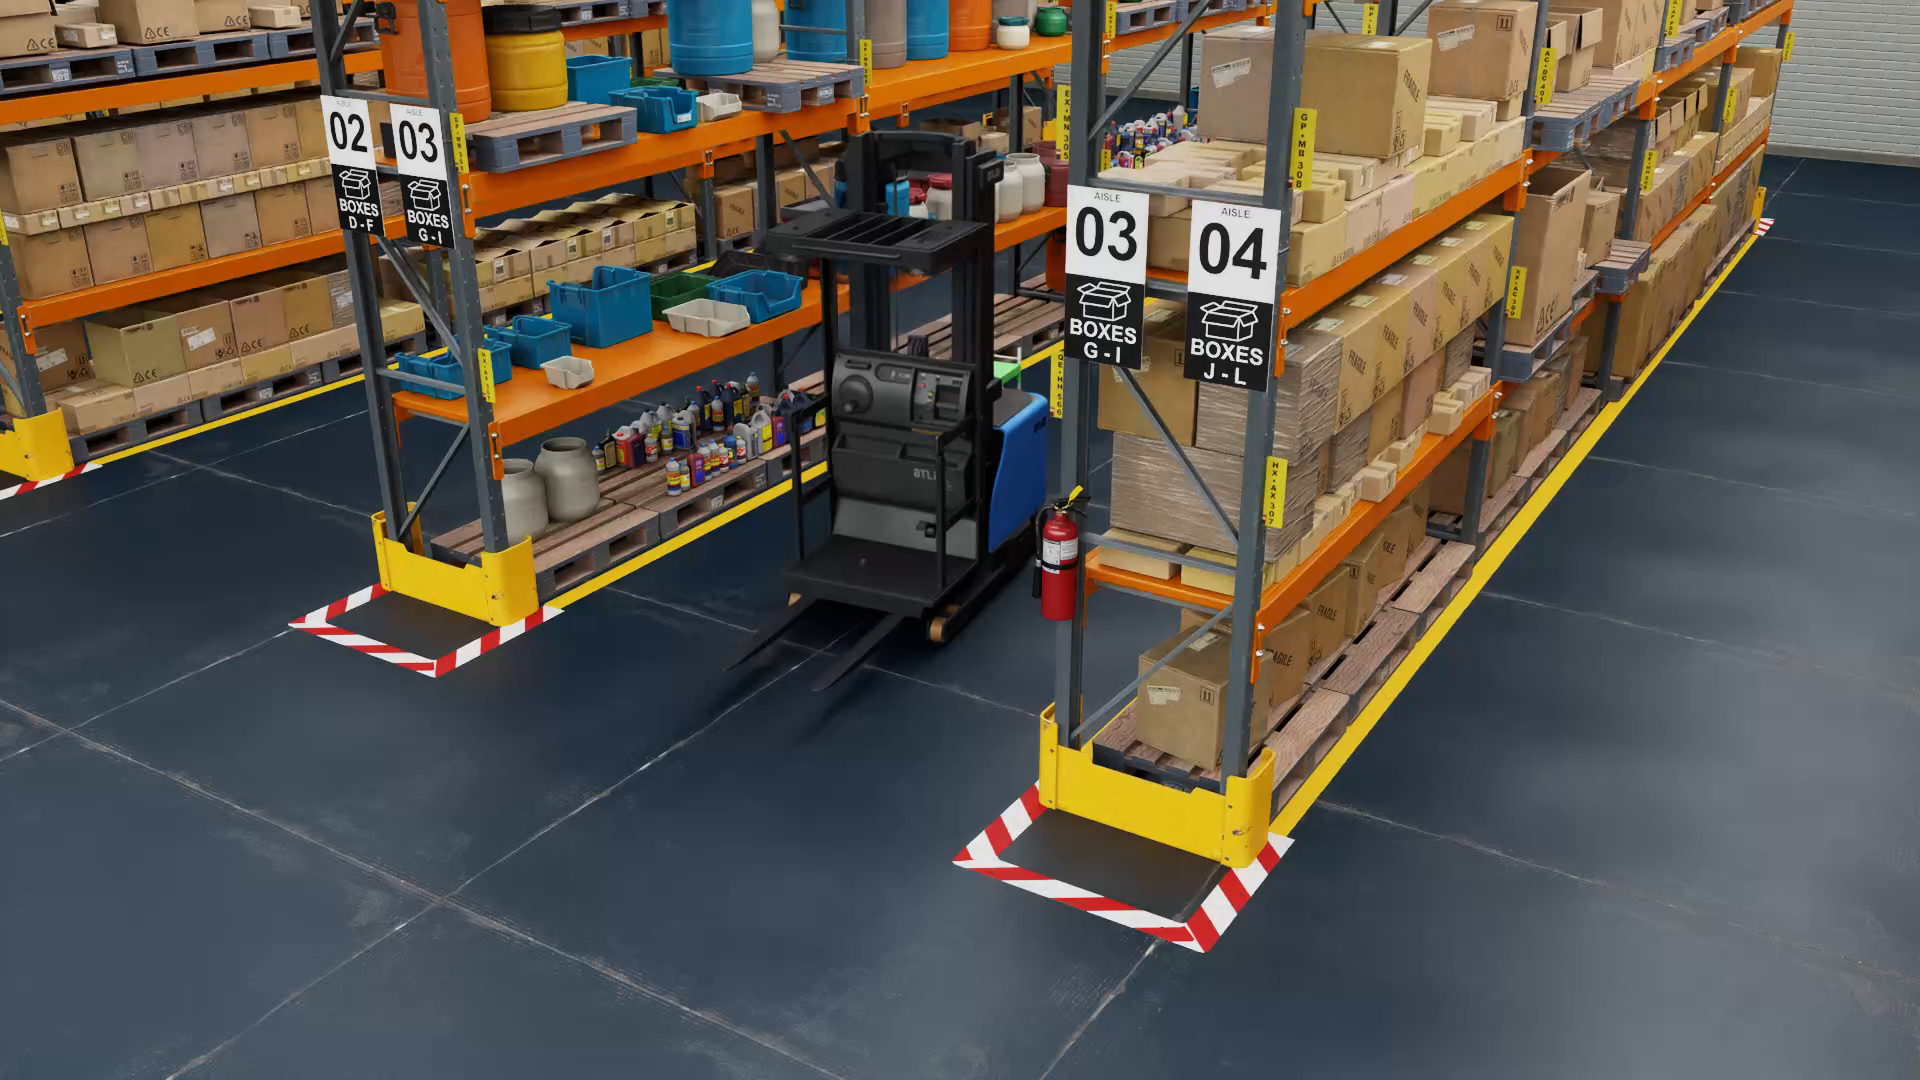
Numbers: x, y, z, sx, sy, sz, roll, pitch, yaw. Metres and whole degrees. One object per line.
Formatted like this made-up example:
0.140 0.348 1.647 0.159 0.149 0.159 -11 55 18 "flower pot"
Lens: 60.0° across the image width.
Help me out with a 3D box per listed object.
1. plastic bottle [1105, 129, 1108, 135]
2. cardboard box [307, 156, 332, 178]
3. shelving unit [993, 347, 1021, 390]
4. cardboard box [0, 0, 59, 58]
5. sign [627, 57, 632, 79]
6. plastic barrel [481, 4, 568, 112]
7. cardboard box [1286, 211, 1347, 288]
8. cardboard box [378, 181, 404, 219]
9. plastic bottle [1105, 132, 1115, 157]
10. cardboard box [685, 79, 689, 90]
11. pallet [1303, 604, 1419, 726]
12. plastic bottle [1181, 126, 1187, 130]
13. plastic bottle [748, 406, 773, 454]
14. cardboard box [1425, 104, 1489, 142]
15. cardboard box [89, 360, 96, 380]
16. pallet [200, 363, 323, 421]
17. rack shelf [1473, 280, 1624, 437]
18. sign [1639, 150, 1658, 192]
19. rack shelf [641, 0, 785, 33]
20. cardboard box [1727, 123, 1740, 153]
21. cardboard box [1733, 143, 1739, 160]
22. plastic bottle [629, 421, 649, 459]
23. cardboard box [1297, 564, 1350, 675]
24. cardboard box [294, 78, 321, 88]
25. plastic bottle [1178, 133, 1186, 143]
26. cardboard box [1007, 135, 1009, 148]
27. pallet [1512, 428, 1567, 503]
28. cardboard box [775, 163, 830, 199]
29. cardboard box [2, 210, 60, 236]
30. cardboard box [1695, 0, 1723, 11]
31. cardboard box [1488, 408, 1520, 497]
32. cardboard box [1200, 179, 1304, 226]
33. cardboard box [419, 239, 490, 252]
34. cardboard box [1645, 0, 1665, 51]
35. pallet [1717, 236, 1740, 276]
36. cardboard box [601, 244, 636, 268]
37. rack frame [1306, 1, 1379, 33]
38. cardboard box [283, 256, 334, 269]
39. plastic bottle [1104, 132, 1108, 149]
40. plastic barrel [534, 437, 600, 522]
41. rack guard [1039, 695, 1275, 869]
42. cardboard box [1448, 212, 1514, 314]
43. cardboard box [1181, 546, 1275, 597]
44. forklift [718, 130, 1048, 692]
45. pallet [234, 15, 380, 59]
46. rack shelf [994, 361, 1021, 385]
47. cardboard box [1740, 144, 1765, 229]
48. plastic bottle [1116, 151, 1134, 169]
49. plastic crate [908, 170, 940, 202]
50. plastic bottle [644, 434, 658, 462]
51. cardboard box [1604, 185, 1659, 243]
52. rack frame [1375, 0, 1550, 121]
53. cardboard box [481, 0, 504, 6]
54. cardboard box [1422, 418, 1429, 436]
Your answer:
1.565 -4.331 18.126 0.061 0.283 0.133 14 27 29 "plastic bottle"
-5.740 -3.301 14.657 0.380 0.149 0.250 14 27 29 "cardboard box"
0.226 -0.758 11.990 0.258 1.200 0.503 10 25 22 "shelving unit"
-7.176 -3.879 12.323 0.797 0.503 0.637 16 28 33 "cardboard box"
-3.729 -5.310 18.883 0.100 0.325 0.005 14 27 29 "sign"
-2.783 -3.032 10.438 0.600 0.588 0.600 0 23 0 "plastic barrel"
1.405 -1.344 7.491 0.500 0.250 0.500 15 27 30 "cardboard box"
-5.602 -3.249 15.355 0.700 0.500 0.500 13 27 28 "cardboard box"
1.617 -4.256 17.952 0.061 0.283 0.133 14 27 29 "plastic bottle"
-3.027 -5.179 19.284 0.700 0.500 0.500 5 24 11 "cardboard box"
2.074 0.650 9.983 1.003 0.211 1.213 14 27 29 "pallet"
2.474 -4.437 18.385 0.097 0.271 0.097 0 23 0 "plastic bottle"
-1.533 -0.850 12.719 0.144 0.351 0.185 14 27 29 "plastic bottle"
2.714 -2.325 9.257 0.380 0.149 0.250 13 27 27 "cardboard box"
-7.198 -1.350 14.024 0.500 0.250 0.500 14 27 29 "cardboard box"
-6.471 -1.402 14.723 1.003 0.211 1.213 14 27 29 "pallet"
4.096 -1.622 12.627 1.077 0.370 4.000 14 27 29 "rack shelf"
5.617 -3.012 13.574 0.100 0.325 0.005 14 27 29 "sign"
-2.208 -6.426 19.948 1.077 0.370 4.000 14 27 29 "rack shelf"
7.998 -4.316 17.758 0.500 0.250 0.500 14 27 29 "cardboard box"
8.248 -4.246 18.098 0.380 0.149 0.250 13 27 28 "cardboard box"
-2.451 -0.755 12.593 0.152 0.276 0.135 13 27 28 "plastic bottle"
1.907 0.404 9.660 0.500 0.500 0.500 17 29 34 "cardboard box"
-7.985 -5.634 20.310 0.700 0.500 0.500 11 26 24 "cardboard box"
2.384 -4.256 17.953 0.061 0.283 0.133 14 27 29 "plastic bottle"
0.589 -5.953 24.739 0.380 0.166 0.250 14 27 29 "cardboard box"
4.093 -0.674 13.042 1.003 0.211 1.213 14 27 29 "pallet"
-1.969 -4.377 20.677 0.500 0.500 0.500 13 27 27 "cardboard box"
-7.093 -2.435 12.658 0.380 0.149 0.250 14 27 29 "cardboard box"
6.963 -5.395 16.006 0.700 0.500 0.500 15 27 30 "cardboard box"
3.651 -0.692 12.165 0.700 0.500 0.500 14 27 29 "cardboard box"
1.273 -1.463 7.264 0.380 0.149 0.250 14 27 29 "cardboard box"
-5.134 -2.917 16.938 0.500 0.311 0.500 15 27 30 "cardboard box"
5.112 -4.066 12.835 0.500 0.500 0.500 15 27 30 "cardboard box"
8.371 -3.351 19.226 1.003 0.211 1.213 14 27 29 "pallet"
-3.870 -3.063 17.982 0.500 0.250 0.500 15 27 30 "cardboard box"
5.163 -6.365 22.678 1.000 3.000 0.127 14 27 29 "rack frame"
-6.141 -2.368 15.434 0.500 0.500 0.500 14 27 29 "cardboard box"
1.516 -4.299 17.968 0.144 0.351 0.185 14 27 29 "plastic bottle"
-2.730 -0.424 11.556 0.421 0.512 0.421 0 23 0 "plastic barrel"
0.971 1.194 8.362 1.175 0.500 0.348 14 27 29 "rack guard"
3.037 -1.709 10.163 0.500 0.500 0.500 14 27 29 "cardboard box"
1.284 0.142 7.963 0.380 0.149 0.250 14 27 29 "cardboard box"
-0.456 -0.901 10.142 1.130 2.935 3.031 10 25 22 "forklift"
-5.801 -4.397 14.468 1.003 0.211 1.213 14 27 29 "pallet"
0.226 -1.140 11.825 0.258 0.148 0.480 10 25 22 "rack shelf"
9.101 -4.312 20.082 0.875 0.875 0.875 14 27 29 "cardboard box"
1.690 -3.843 17.007 0.152 0.276 0.135 14 27 29 "plastic bottle"
-0.169 -3.213 15.317 0.402 0.464 0.583 14 27 29 "plastic crate"
-2.335 -0.701 12.562 0.097 0.201 0.097 0 23 0 "plastic bottle"
5.638 -2.780 14.271 0.500 0.500 0.500 15 27 30 "cardboard box"
3.041 -4.030 9.733 1.000 3.000 0.127 14 27 29 "rack frame"
-4.753 -5.247 15.979 0.500 0.250 0.500 11 26 24 "cardboard box"
2.573 -0.709 9.929 0.380 0.149 0.250 14 27 29 "cardboard box"
